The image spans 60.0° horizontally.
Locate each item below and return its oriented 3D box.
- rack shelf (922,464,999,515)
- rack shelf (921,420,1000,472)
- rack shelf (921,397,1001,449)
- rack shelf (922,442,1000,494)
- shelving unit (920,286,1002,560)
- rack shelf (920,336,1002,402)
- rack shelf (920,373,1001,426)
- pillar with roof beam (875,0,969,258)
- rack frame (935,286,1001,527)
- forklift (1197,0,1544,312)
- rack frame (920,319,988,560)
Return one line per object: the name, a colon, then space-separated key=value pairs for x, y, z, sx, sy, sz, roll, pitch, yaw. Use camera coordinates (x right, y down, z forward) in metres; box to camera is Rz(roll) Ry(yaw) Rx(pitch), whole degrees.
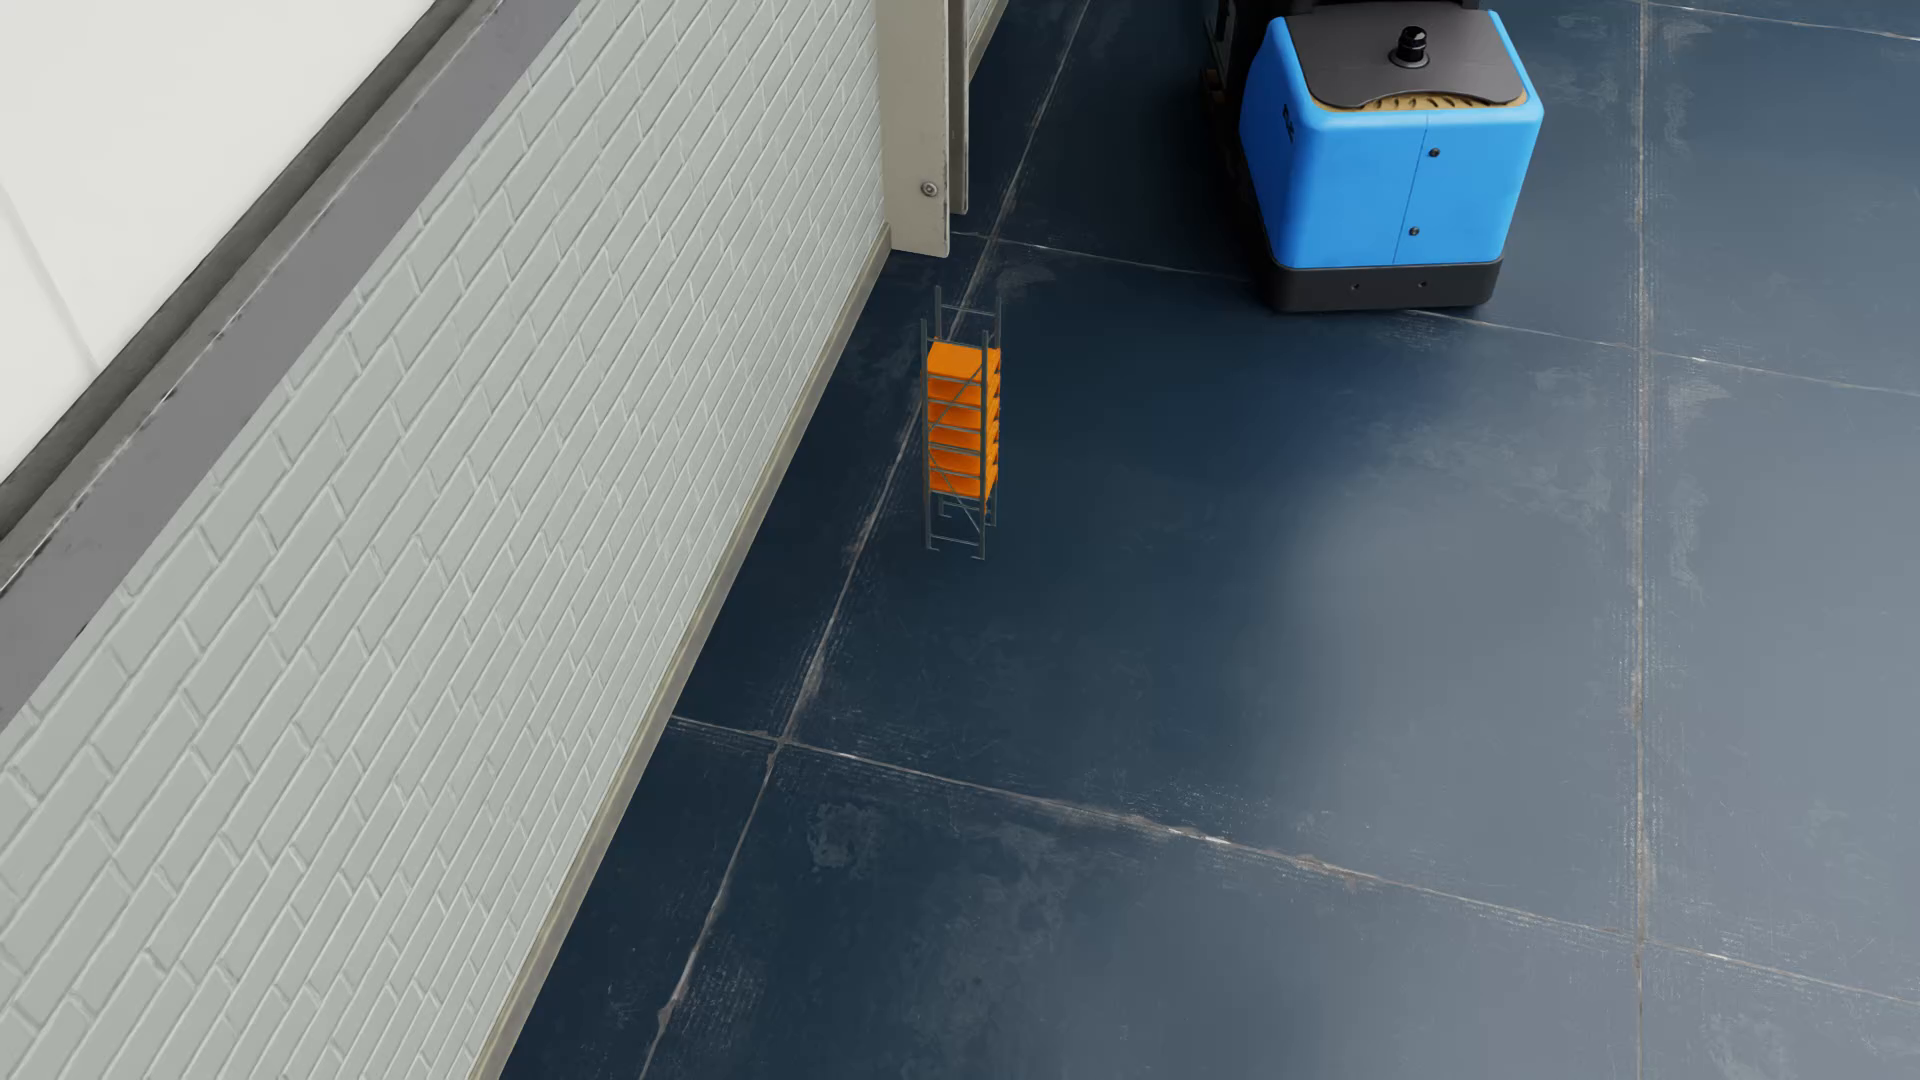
rack shelf: x=0.004 y=-0.219 z=6.442 sx=0.258 sy=0.103 sz=0.180 roll=12 pitch=50 yaw=10
rack shelf: x=0.004 y=-0.378 z=6.262 sx=0.258 sy=0.103 sz=0.180 roll=12 pitch=50 yaw=10
rack shelf: x=0.004 y=-0.458 z=6.172 sx=0.258 sy=0.103 sz=0.180 roll=12 pitch=50 yaw=10
rack shelf: x=0.004 y=-0.299 z=6.352 sx=0.258 sy=0.103 sz=0.180 roll=12 pitch=50 yaw=10
shelving unit: x=0.004 y=-0.407 z=6.228 sx=0.258 sy=1.200 sz=0.189 roll=12 pitch=50 yaw=10
rack shelf: x=0.004 y=-0.616 z=5.992 sx=0.258 sy=0.103 sz=0.180 roll=12 pitch=50 yaw=10
rack shelf: x=0.004 y=-0.537 z=6.082 sx=0.258 sy=0.103 sz=0.180 roll=12 pitch=50 yaw=10
pillar with roof beam: x=3.993 y=-3.632 z=3.872 sx=9.100 sy=9.000 sz=0.400 roll=12 pitch=50 yaw=10
rack frame: x=0.028 y=-0.474 z=6.287 sx=0.240 sy=1.200 sz=0.006 roll=12 pitch=50 yaw=10
forklift: x=1.823 y=-3.097 z=7.447 sx=1.130 sy=2.935 sz=3.031 roll=-2 pitch=49 yaw=-2
rack frame: x=-0.020 y=-0.341 z=6.170 sx=0.240 sy=1.200 sz=0.006 roll=12 pitch=50 yaw=10
